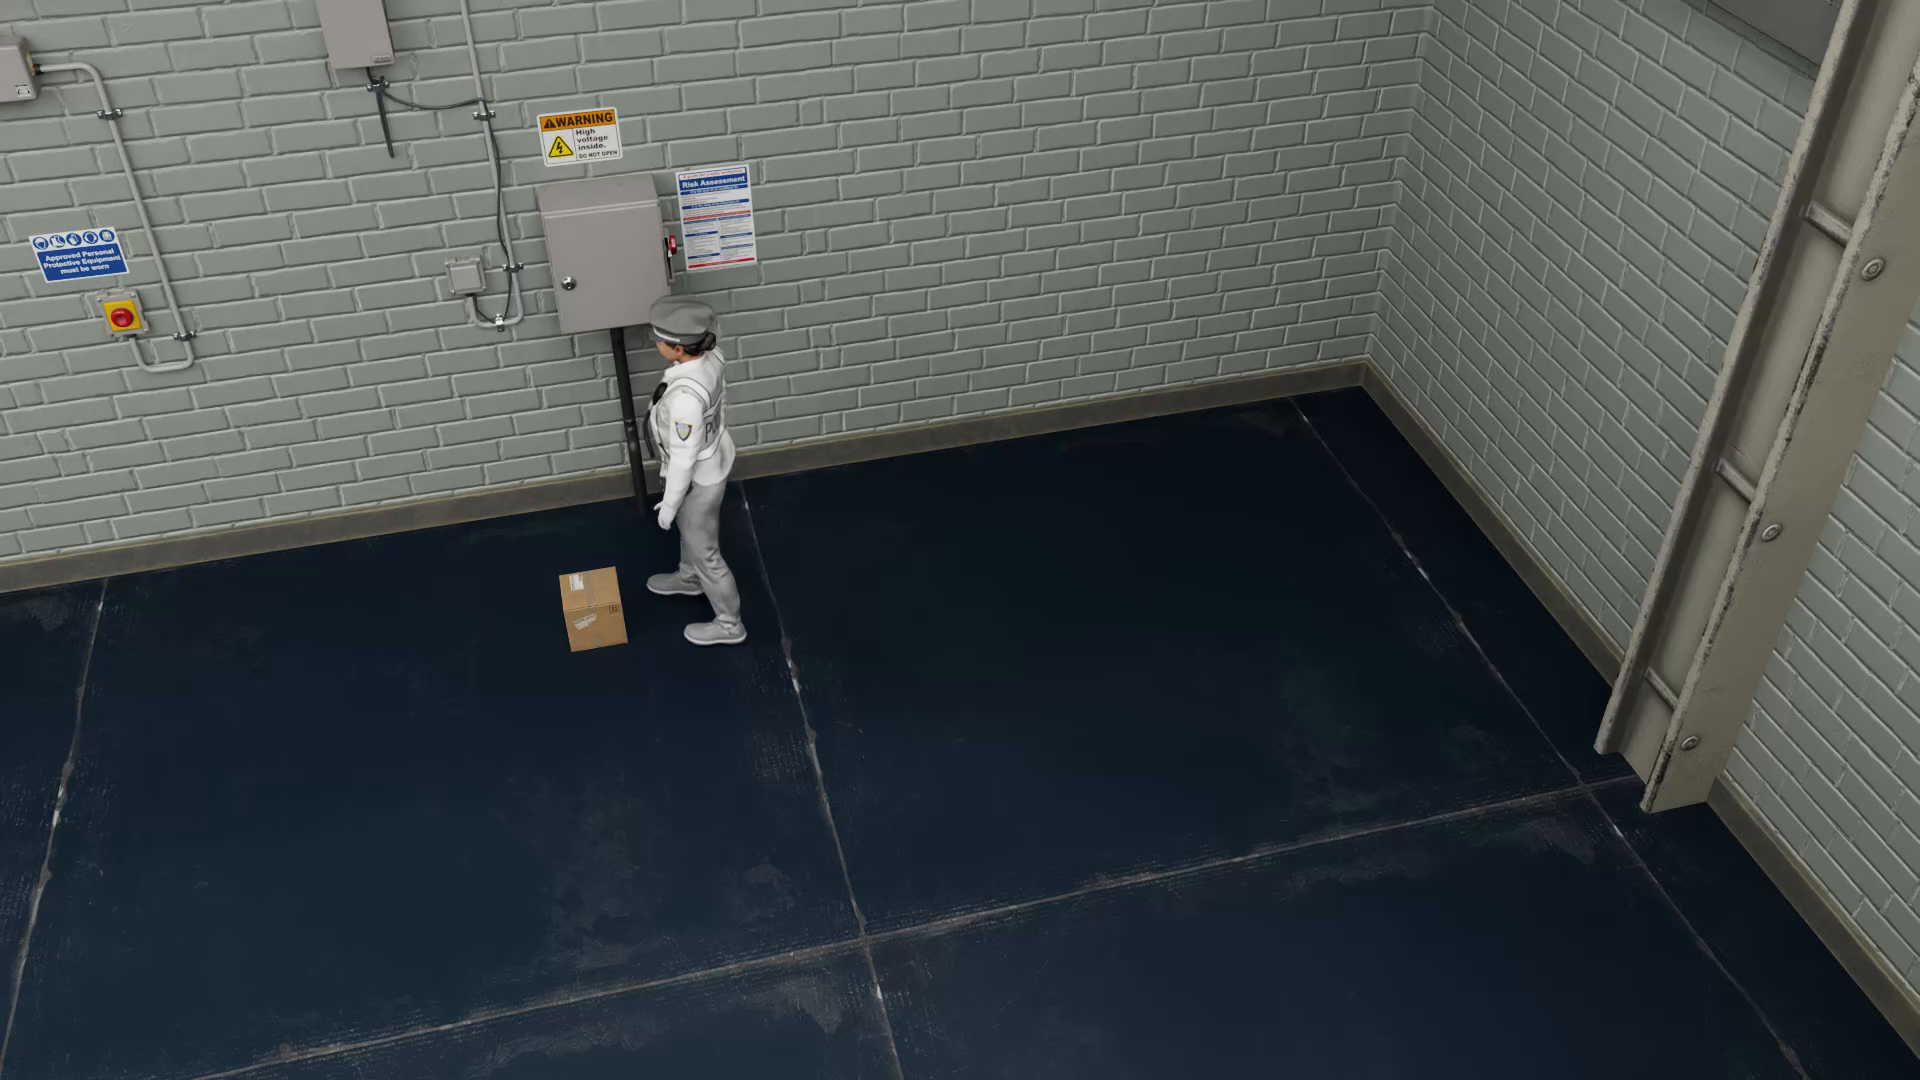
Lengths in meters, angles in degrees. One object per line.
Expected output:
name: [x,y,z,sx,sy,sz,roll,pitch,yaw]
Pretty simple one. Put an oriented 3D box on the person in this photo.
person: [-1.213,-0.198,7.121,0.543,1.445,0.530,4,39,6]
